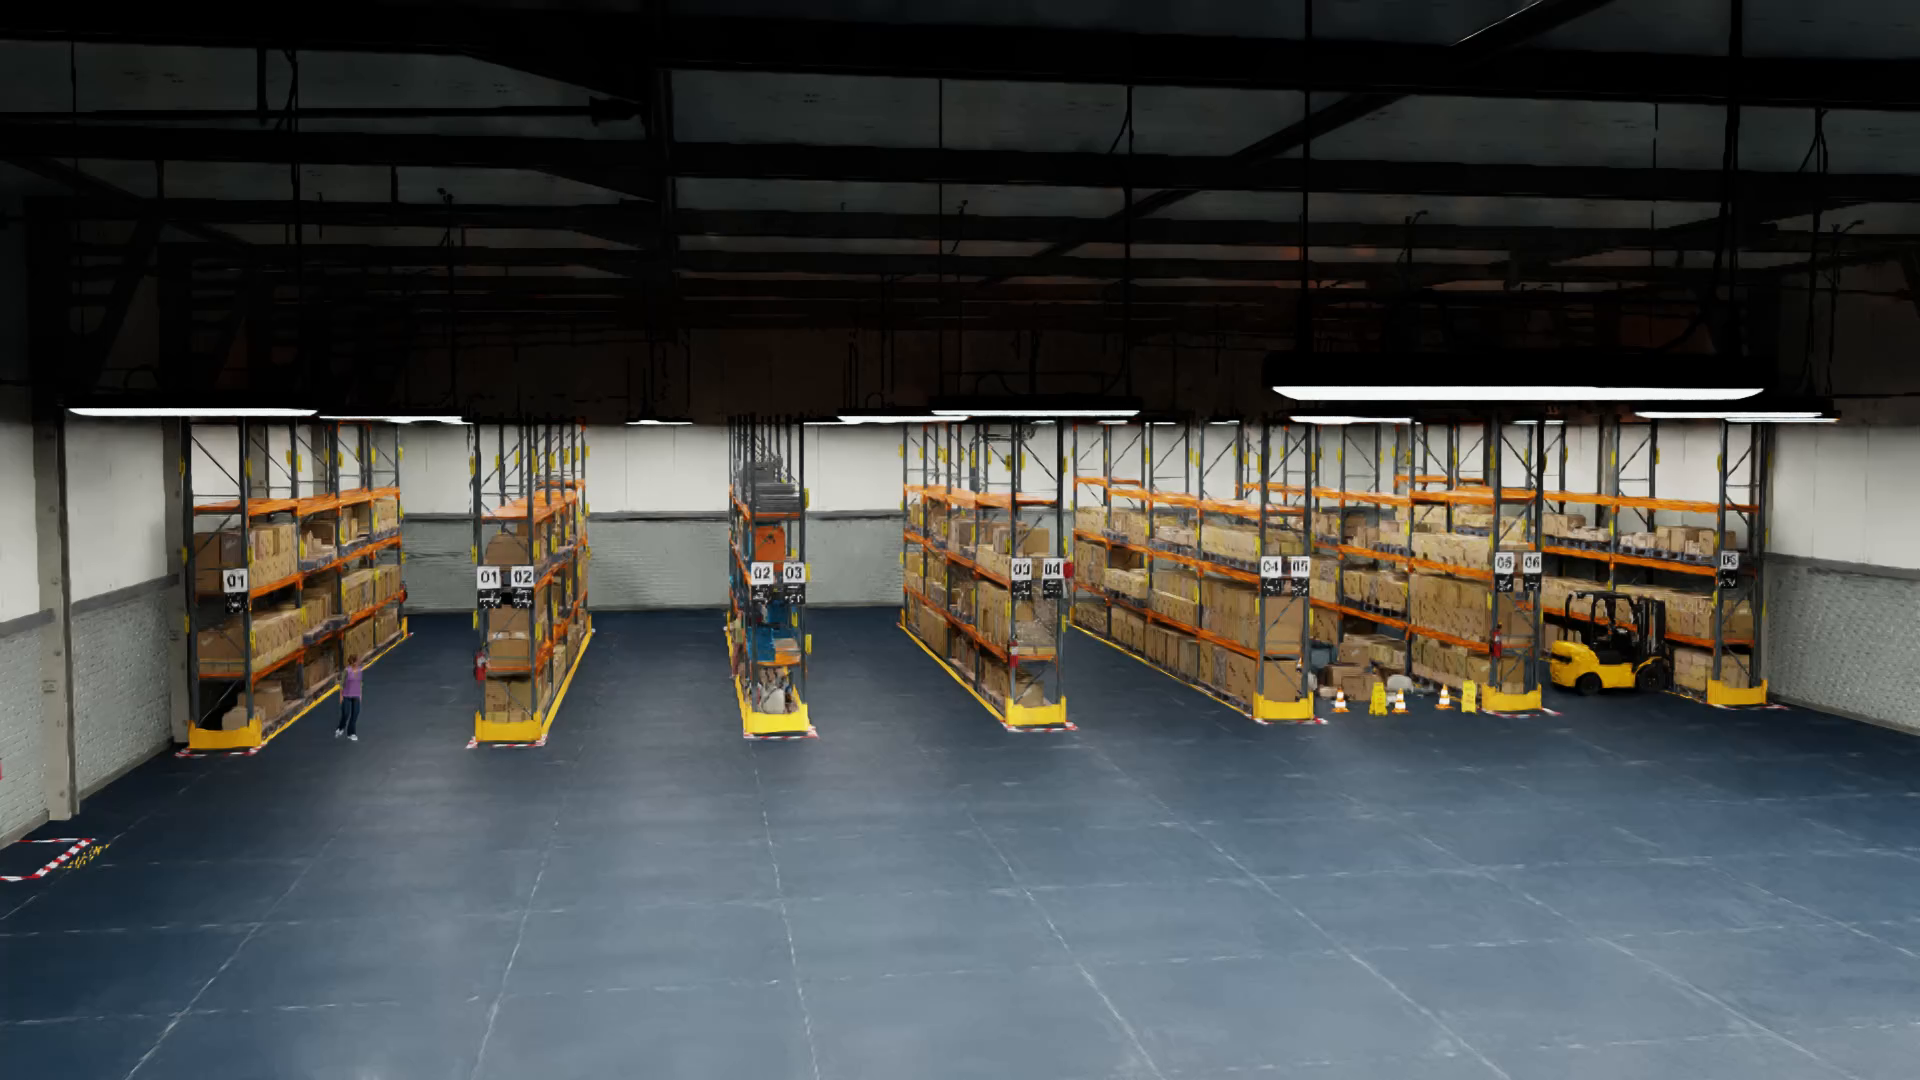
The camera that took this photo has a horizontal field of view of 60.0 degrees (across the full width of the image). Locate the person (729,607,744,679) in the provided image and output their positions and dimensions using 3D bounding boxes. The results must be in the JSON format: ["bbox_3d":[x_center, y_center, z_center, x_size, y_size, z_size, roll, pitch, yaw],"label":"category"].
[{"bbox_3d":[-4.927,2.325,37.904,0.492,1.629,0.965,1,4,12],"label":"person"}]

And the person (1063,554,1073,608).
[{"bbox_3d":[3.507,1.316,52.412,0.646,1.756,0.531,4,5,43],"label":"person"}]

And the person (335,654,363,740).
[{"bbox_3d":[-11.185,2.881,30.438,0.498,1.553,0.476,4,5,43],"label":"person"}]

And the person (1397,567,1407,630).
[{"bbox_3d":[12.548,1.664,46.720,0.468,1.798,0.564,0,4,5],"label":"person"}]
